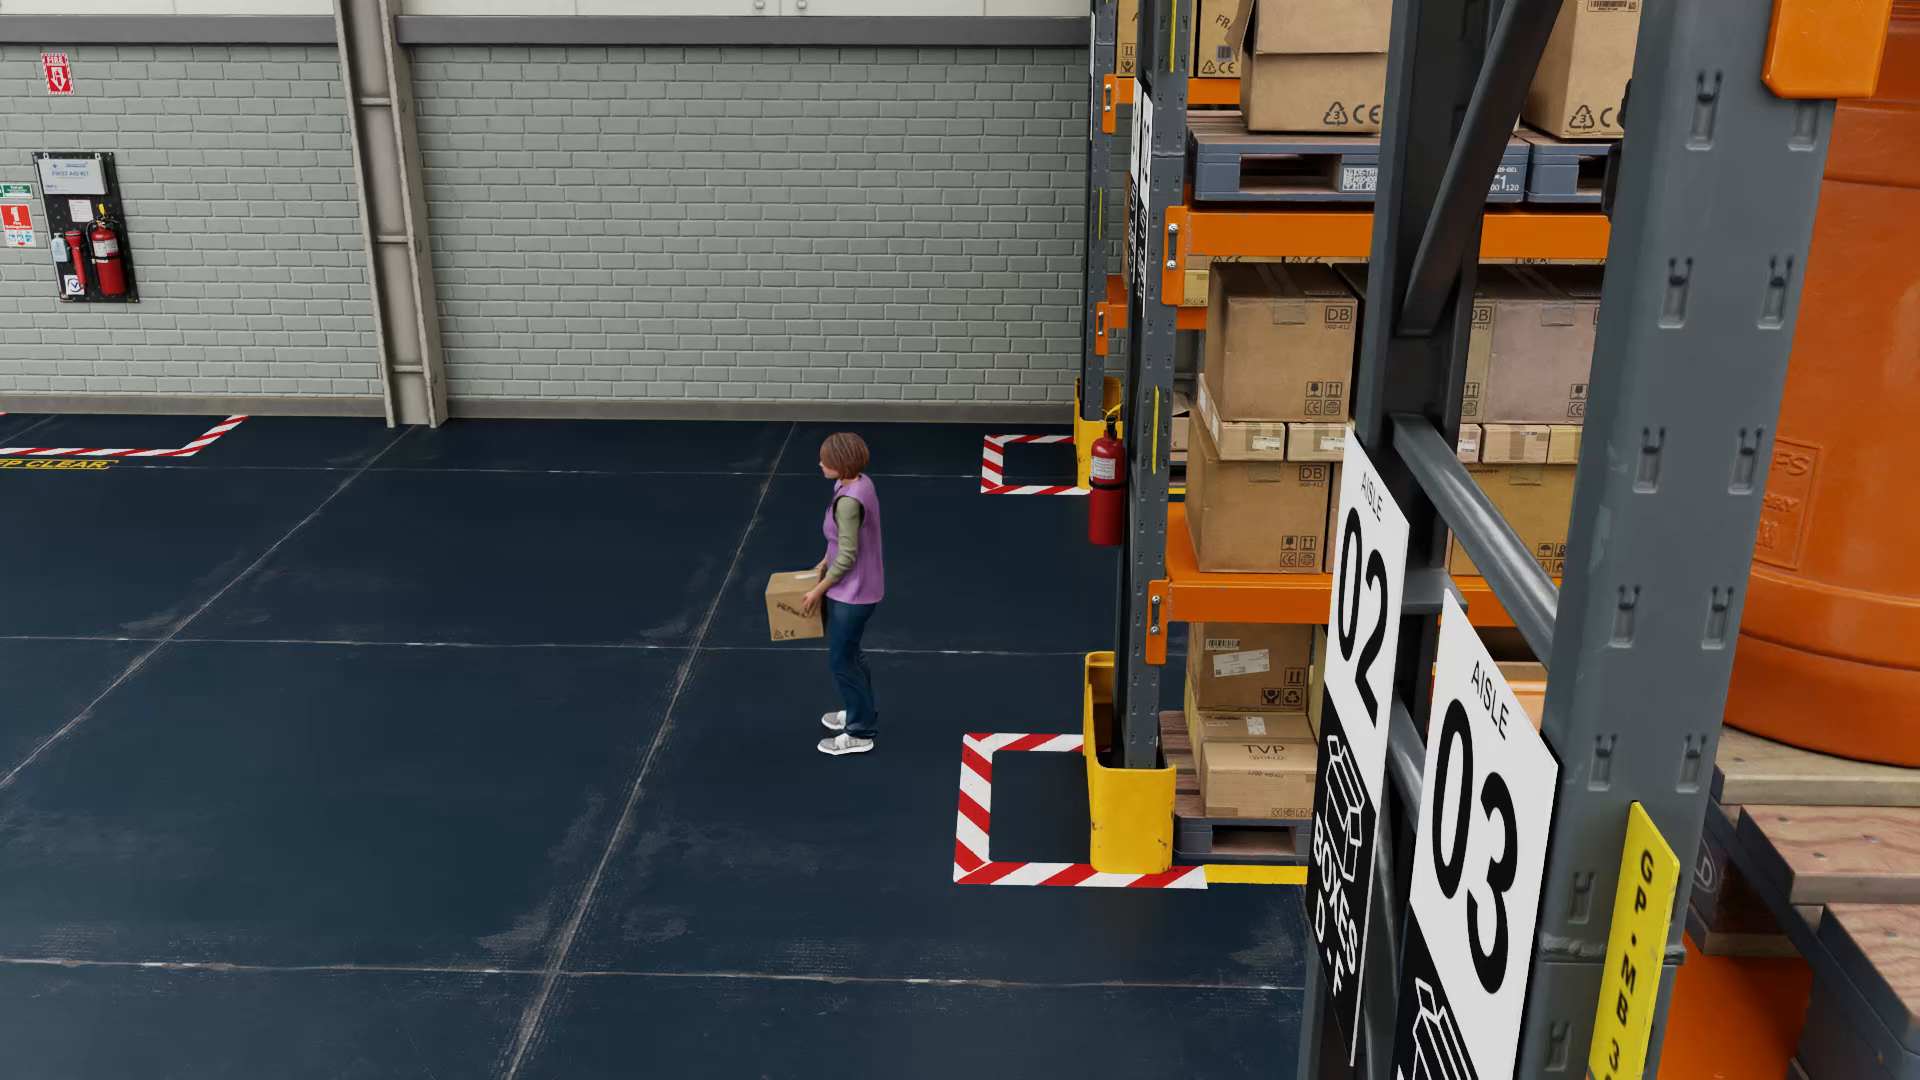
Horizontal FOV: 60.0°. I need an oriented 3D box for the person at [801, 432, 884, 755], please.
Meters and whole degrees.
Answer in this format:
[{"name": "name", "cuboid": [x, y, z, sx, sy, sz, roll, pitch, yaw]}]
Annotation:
[{"name": "person", "cuboid": [-0.555, 0.248, 7.941, 0.384, 1.602, 0.444, 0, 21, 1]}]
